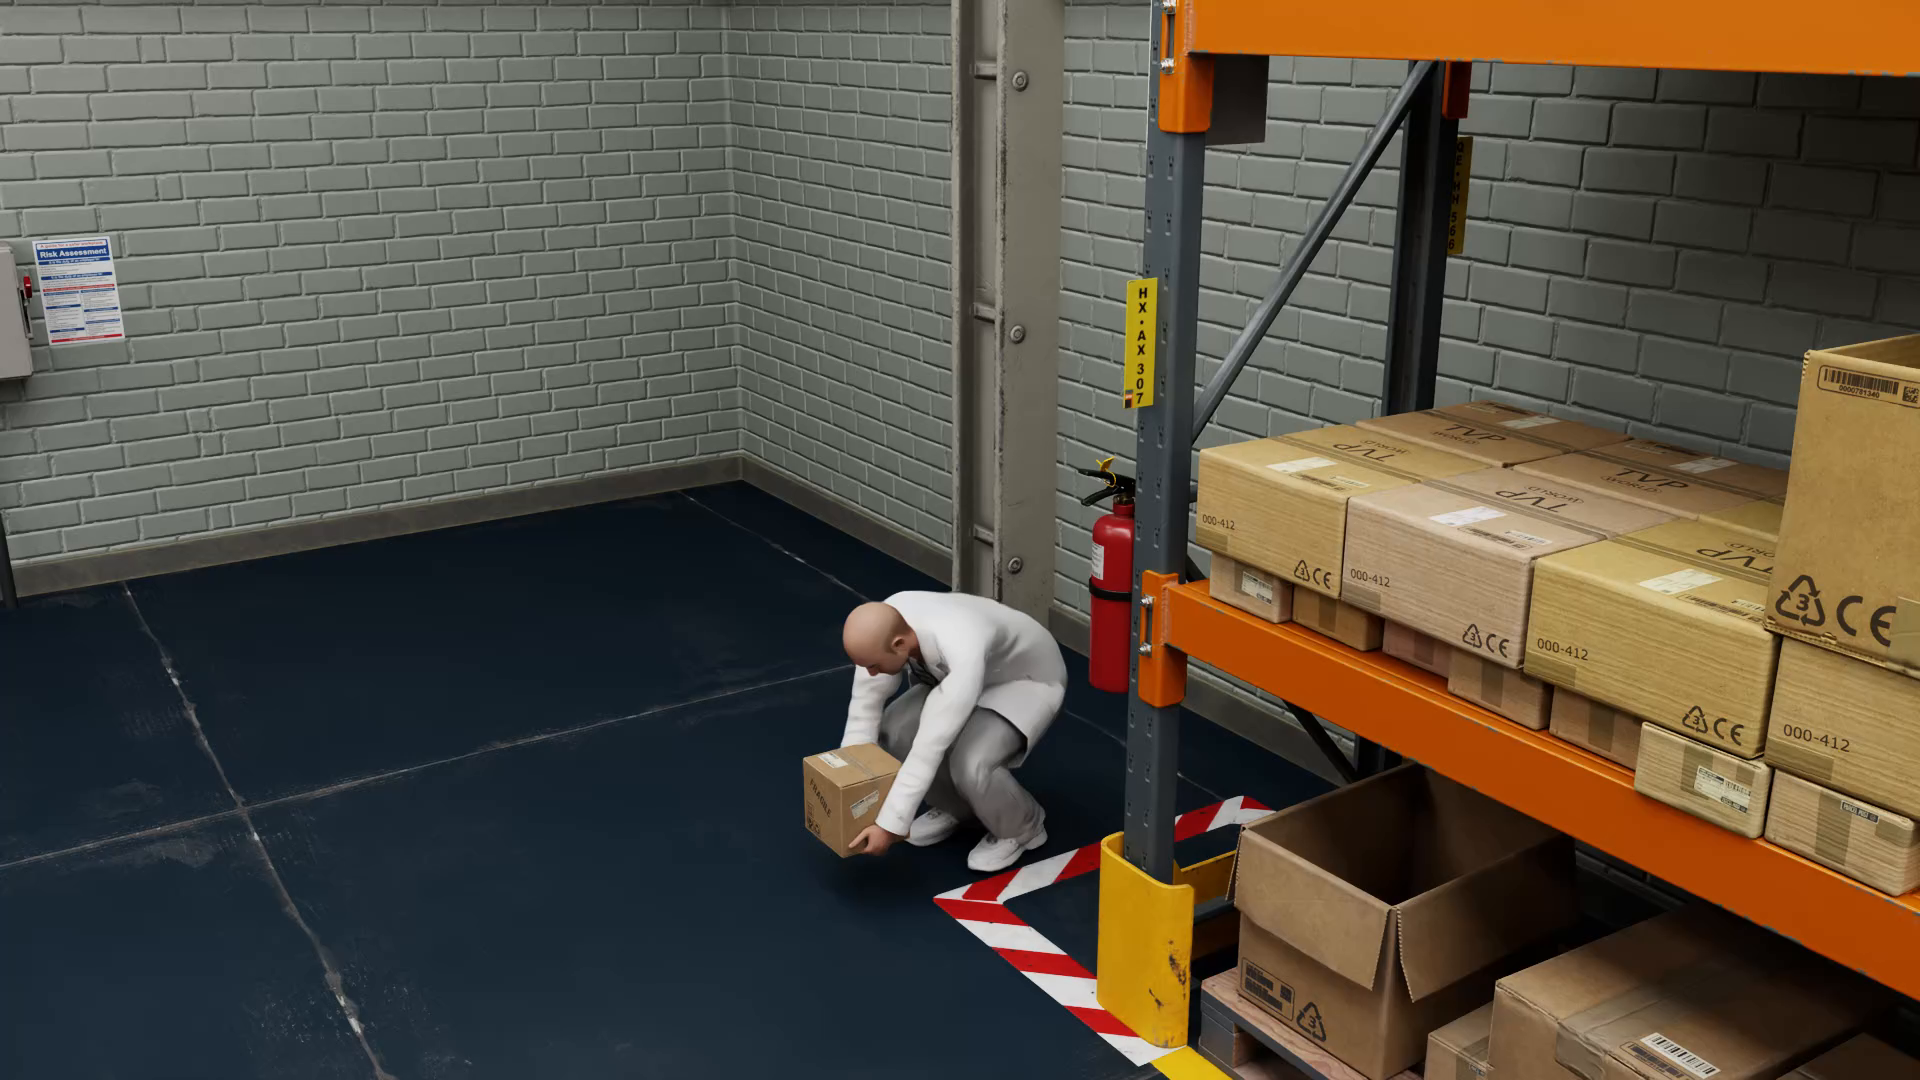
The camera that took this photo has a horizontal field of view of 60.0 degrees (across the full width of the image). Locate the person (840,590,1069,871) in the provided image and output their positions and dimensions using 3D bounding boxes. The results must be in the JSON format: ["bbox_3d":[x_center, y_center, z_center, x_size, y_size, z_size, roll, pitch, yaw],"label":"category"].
[{"bbox_3d":[-0.049,0.598,5.492,0.958,1.001,0.581,-15,23,-39],"label":"person"}]
